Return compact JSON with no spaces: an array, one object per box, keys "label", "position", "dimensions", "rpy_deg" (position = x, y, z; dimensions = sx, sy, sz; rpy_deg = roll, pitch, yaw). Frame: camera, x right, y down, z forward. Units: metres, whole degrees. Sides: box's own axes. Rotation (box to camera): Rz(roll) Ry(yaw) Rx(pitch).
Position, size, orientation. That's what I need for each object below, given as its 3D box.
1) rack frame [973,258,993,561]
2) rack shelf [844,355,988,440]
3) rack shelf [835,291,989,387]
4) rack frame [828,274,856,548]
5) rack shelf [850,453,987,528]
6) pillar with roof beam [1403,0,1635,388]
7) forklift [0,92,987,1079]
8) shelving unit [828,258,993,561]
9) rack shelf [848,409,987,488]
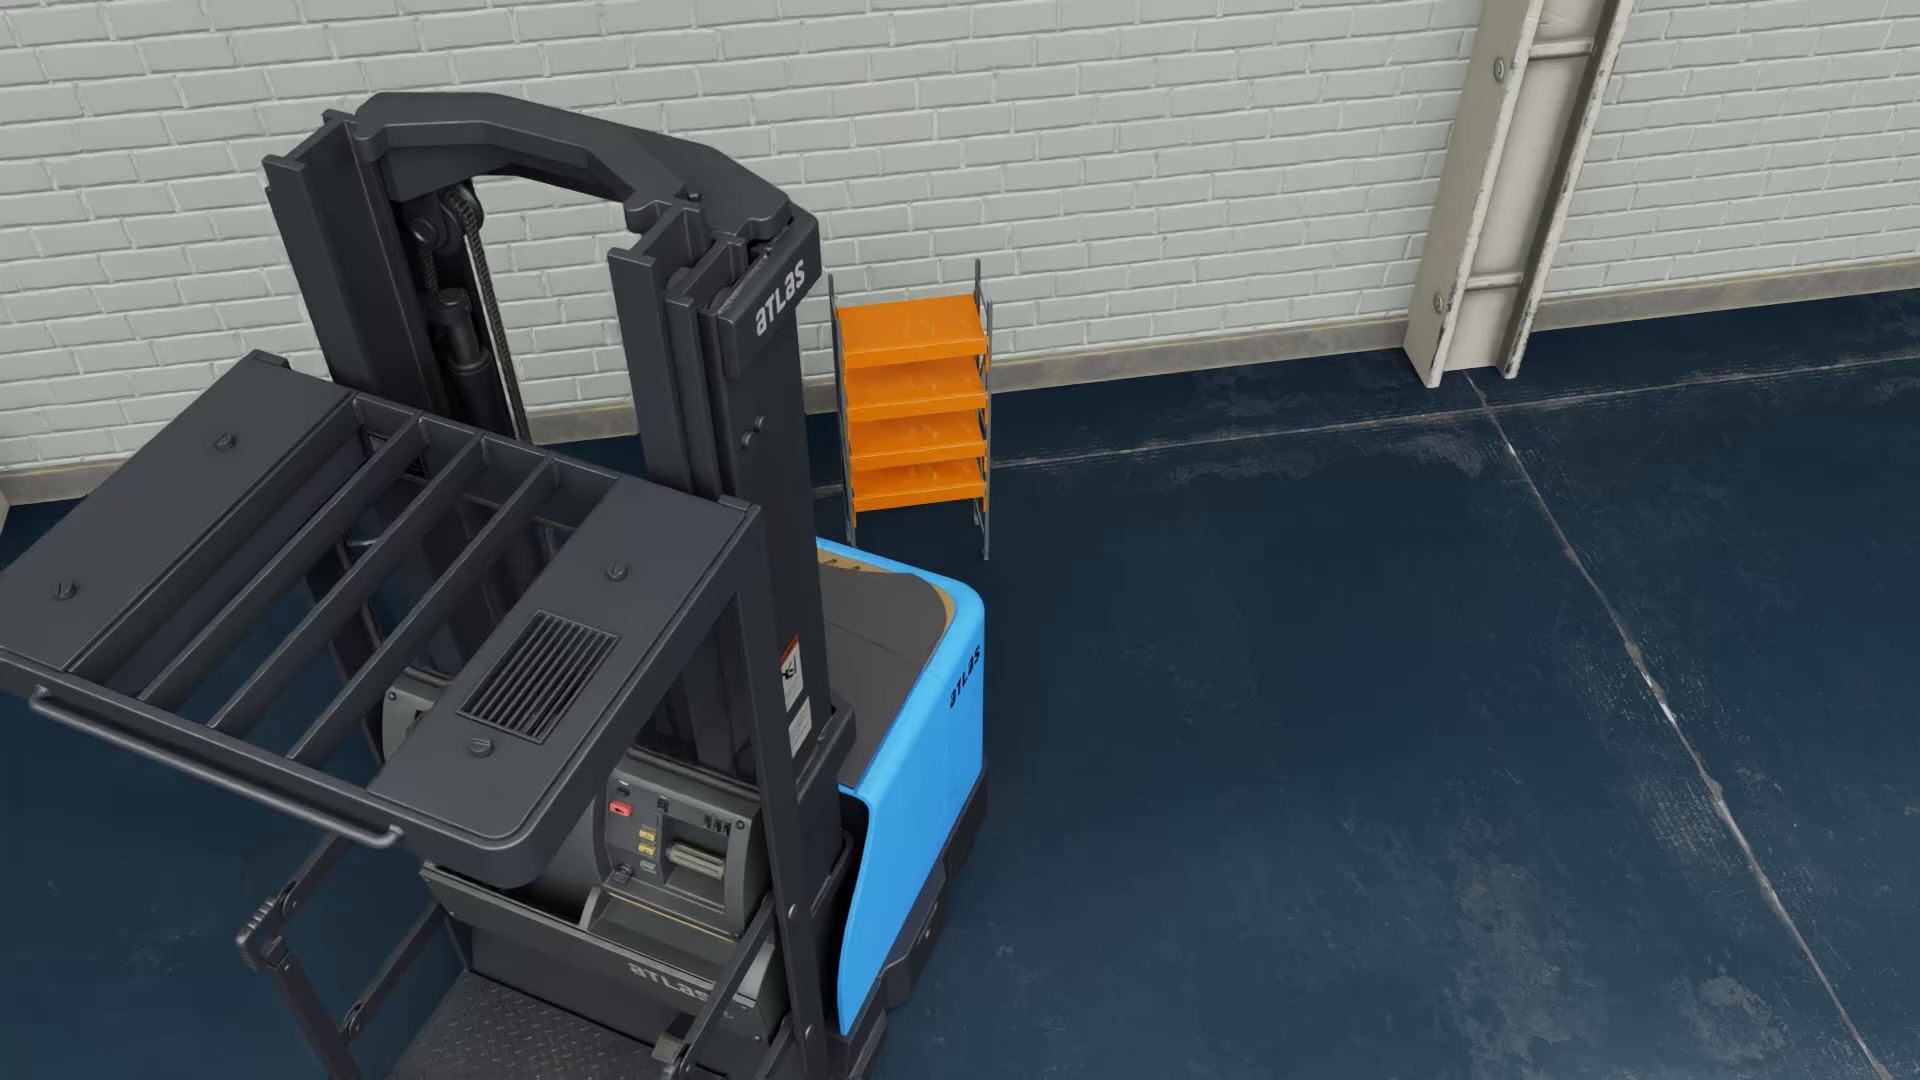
[{"label":"rack frame","position":[0.077,-0.426,5.827],"dimensions":[0.015,1.200,0.240],"rpy_deg":[-7,46,-7]},{"label":"rack shelf","position":[-0.163,-0.504,5.686],"dimensions":[0.480,0.148,0.258],"rpy_deg":[-7,46,-7]},{"label":"rack shelf","position":[-0.163,-0.669,5.515],"dimensions":[0.480,0.148,0.258],"rpy_deg":[-7,46,-7]},{"label":"rack frame","position":[-0.404,-0.366,5.769],"dimensions":[0.015,1.200,0.240],"rpy_deg":[-7,46,-7]},{"label":"rack shelf","position":[-0.163,-0.212,5.990],"dimensions":[0.480,0.148,0.258],"rpy_deg":[-7,46,-7]},{"label":"pillar with roof beam","position":[2.826,-0.827,0.798],"dimensions":[0.400,9.000,9.100],"rpy_deg":[-7,46,-7]},{"label":"forklift","position":[-0.957,0.705,3.536],"dimensions":[1.130,2.935,3.031],"rpy_deg":[17,48,16]},{"label":"shelving unit","position":[-0.163,-0.396,5.798],"dimensions":[0.503,1.200,0.258],"rpy_deg":[-7,46,-7]},{"label":"rack shelf","position":[-0.163,-0.349,5.847],"dimensions":[0.480,0.148,0.258],"rpy_deg":[-7,46,-7]}]
